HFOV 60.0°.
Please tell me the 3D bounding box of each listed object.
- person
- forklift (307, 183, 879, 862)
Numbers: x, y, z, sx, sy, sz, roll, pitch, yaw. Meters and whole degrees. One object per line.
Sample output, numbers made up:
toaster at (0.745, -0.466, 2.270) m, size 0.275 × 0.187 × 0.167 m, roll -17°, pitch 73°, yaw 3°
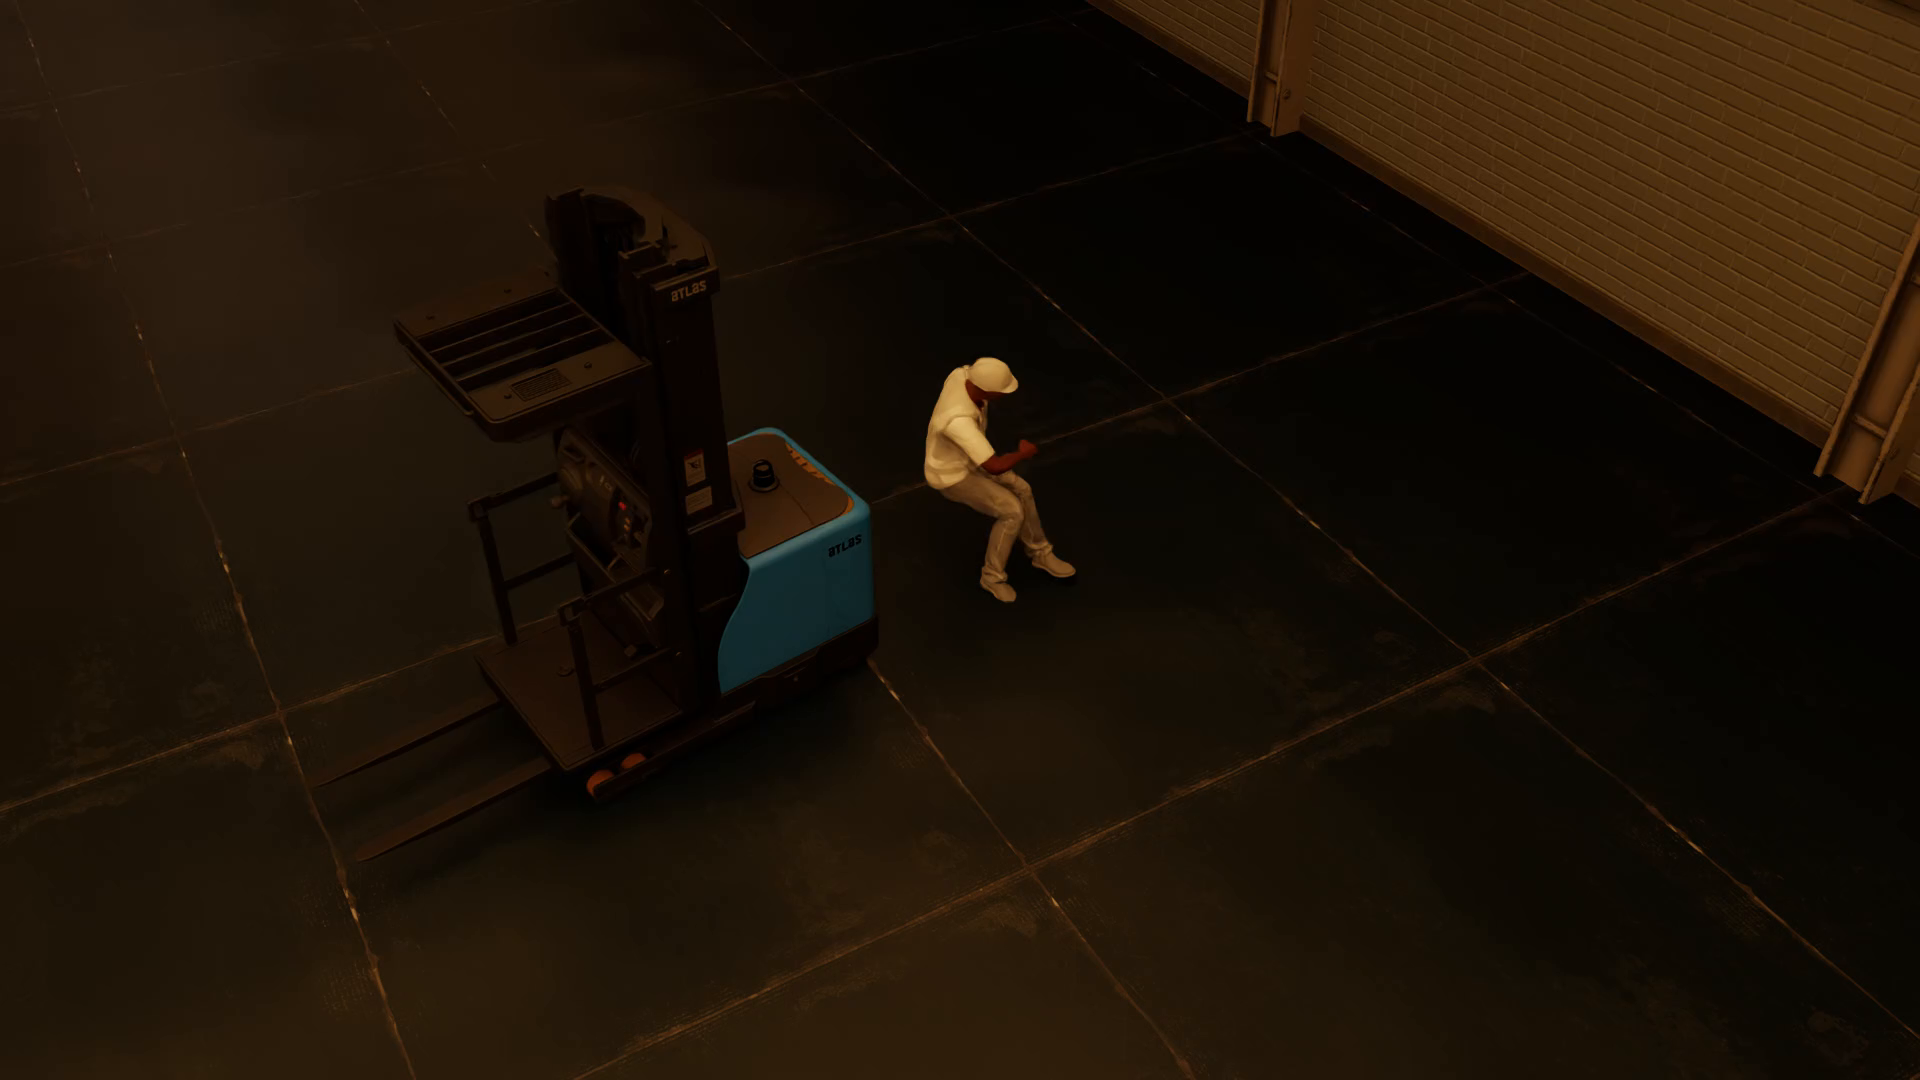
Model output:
person at (0.188, -0.519, 9.767) m, size 0.779 × 1.417 × 0.937 m, roll 4°, pitch 40°, yaw 5°
forklift at (-1.940, -0.148, 8.215) m, size 3.031 × 2.935 × 1.130 m, roll -26°, pitch 46°, yaw -28°
